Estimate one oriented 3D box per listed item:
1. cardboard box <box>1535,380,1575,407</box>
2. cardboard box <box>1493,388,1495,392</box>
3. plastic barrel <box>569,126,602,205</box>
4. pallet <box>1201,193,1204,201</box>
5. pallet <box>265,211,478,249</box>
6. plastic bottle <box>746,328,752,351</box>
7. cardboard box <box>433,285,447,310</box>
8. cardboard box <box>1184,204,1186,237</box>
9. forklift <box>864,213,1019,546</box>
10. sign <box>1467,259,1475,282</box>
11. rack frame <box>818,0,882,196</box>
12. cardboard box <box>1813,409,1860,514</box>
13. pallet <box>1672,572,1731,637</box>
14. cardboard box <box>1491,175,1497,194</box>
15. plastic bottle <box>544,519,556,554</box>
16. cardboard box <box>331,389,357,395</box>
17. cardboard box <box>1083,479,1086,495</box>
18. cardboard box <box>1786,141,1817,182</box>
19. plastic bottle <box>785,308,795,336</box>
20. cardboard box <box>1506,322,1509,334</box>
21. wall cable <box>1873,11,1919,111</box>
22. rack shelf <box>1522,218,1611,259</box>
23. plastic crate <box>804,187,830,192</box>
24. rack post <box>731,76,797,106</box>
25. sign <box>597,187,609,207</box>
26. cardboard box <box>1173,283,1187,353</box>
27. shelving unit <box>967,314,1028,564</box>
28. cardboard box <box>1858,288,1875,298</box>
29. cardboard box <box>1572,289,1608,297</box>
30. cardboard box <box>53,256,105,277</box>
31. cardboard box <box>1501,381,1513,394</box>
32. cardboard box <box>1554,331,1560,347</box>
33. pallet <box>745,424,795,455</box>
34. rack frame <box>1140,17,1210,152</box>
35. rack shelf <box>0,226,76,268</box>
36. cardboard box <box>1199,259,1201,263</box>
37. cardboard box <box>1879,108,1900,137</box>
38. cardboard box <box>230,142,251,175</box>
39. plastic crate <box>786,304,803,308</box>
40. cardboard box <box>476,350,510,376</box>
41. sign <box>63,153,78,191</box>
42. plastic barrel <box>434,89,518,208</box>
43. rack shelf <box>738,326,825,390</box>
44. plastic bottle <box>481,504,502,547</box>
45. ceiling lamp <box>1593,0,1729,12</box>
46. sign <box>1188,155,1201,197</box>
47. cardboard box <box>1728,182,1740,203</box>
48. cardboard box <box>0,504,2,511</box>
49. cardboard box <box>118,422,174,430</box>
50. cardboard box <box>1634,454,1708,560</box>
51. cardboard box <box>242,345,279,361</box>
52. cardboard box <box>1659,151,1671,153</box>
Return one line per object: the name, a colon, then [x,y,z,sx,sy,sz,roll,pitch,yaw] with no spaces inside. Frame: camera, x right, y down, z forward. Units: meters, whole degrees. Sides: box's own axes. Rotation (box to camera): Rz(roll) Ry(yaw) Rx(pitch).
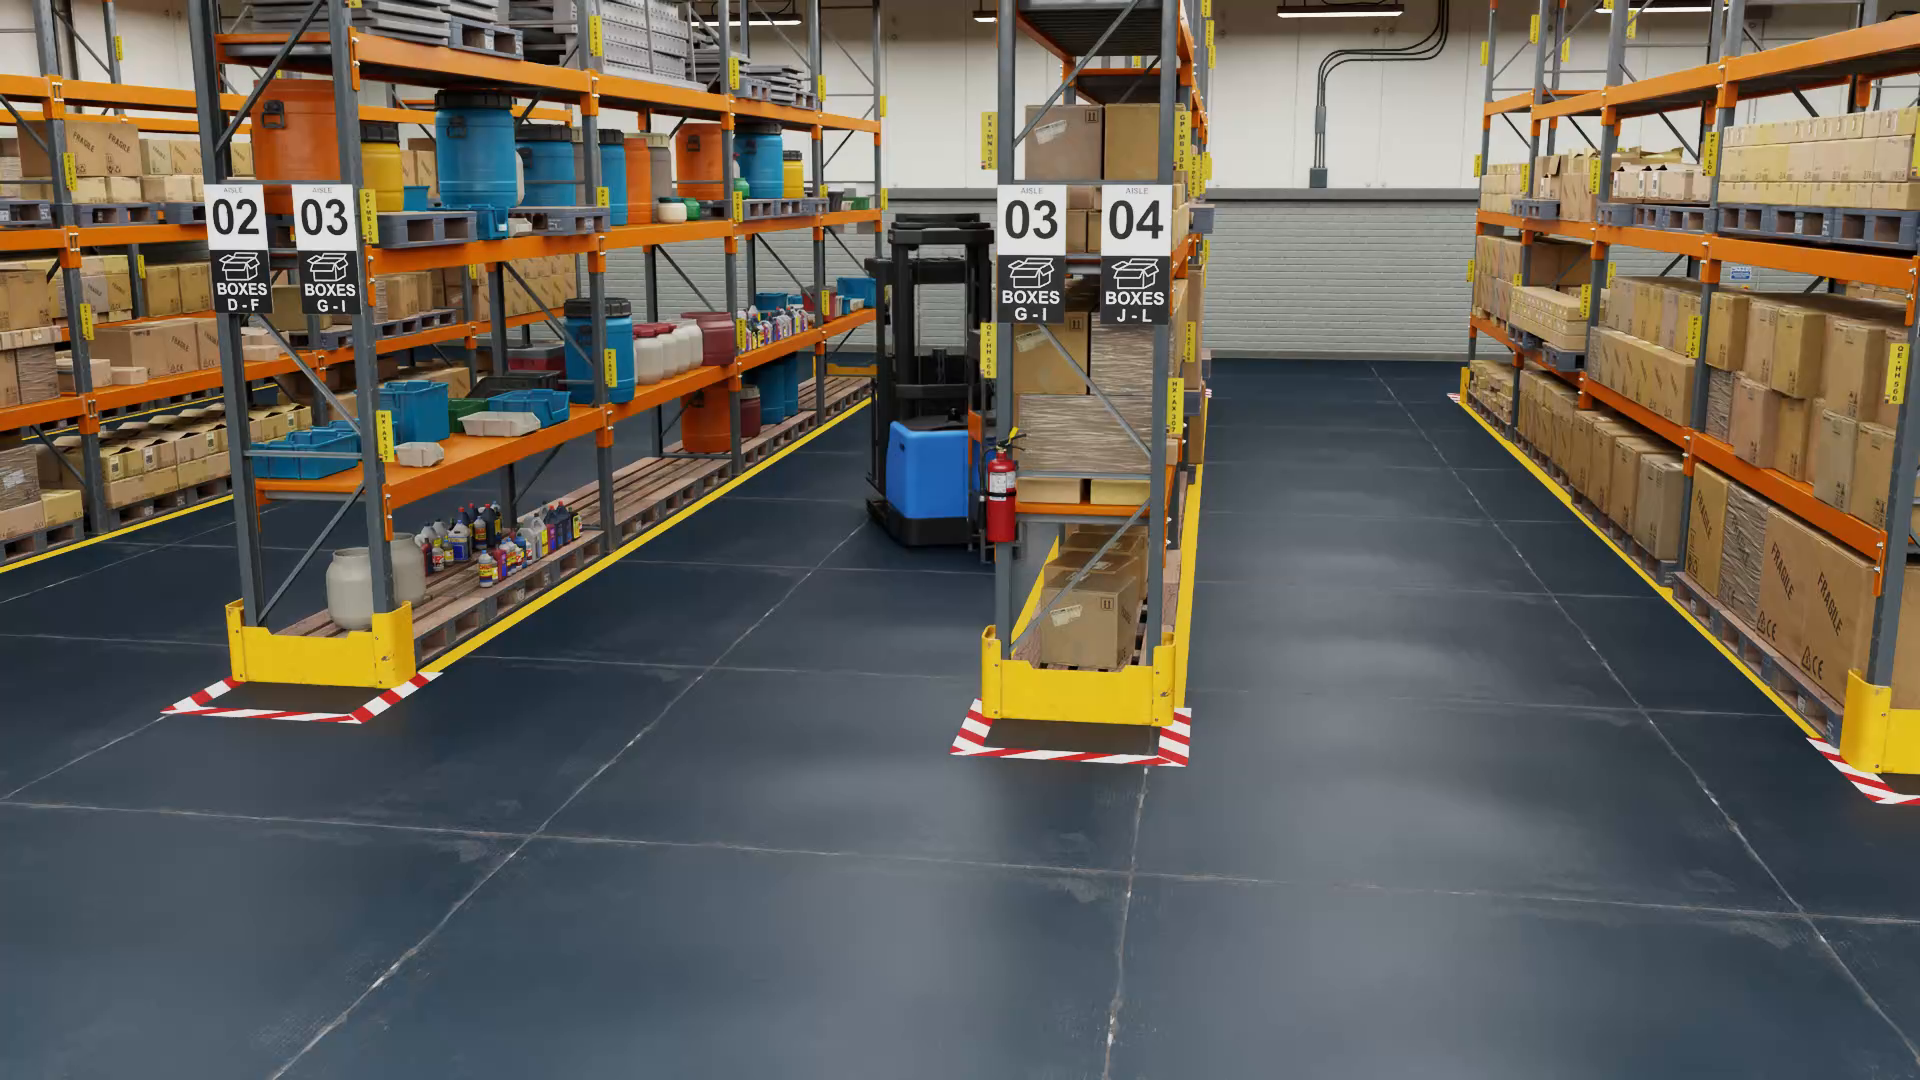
cardboard box: [6.911,-1.682,19.091,0.500,0.250,0.500,2,12,11]
cardboard box: [7.586,-2.108,22.976,0.380,0.149,0.250,3,12,12]
plastic barrel: [-3.598,-3.332,15.279,0.600,0.901,0.600,0,12,0]
pallet: [2.699,-4.469,21.957,1.003,0.211,1.213,2,12,9]
pallet: [-3.953,-2.081,11.117,1.003,0.211,1.213,2,12,9]
plastic bottle: [-2.490,-2.319,19.185,0.152,0.276,0.135,2,12,9]
cardboard box: [-7.402,-3.359,23.479,0.500,0.500,0.500,2,12,10]
cardboard box: [1.429,-2.392,12.465,0.500,0.250,0.500,2,12,10]
forklift: [-0.297,-1.643,15.917,1.130,2.935,3.031,-3,12,-12]
sign: [7.527,-3.968,24.485,0.100,0.325,0.005,2,12,9]
rack frame: [-1.716,-6.802,25.451,1.000,3.000,0.127,2,12,9]
cardboard box: [5.678,-0.463,9.924,0.875,0.550,0.550,2,12,9]
pallet: [6.023,0.490,12.475,1.003,0.211,1.213,2,12,9]
cardboard box: [7.570,-4.868,22.767,0.500,0.250,0.500,2,12,9]
plastic bottle: [-3.390,-0.040,13.718,0.061,0.283,0.133,3,12,12]
cardboard box: [-7.413,-1.553,20.224,0.500,0.500,0.500,1,12,7]
cardboard box: [0.596,-0.373,10.458,0.380,0.149,0.250,2,12,9]
cardboard box: [5.635,-2.413,10.624,0.500,0.250,0.500,2,12,9]
plastic bottle: [-2.178,-2.772,21.109,0.144,0.351,0.185,2,12,9]
cardboard box: [7.192,-2.696,21.234,0.380,0.149,0.250,2,12,7]
wall cable: [17.056,-7.409,28.179,2.988,3.039,0.133,2,12,9]
rack shelf: [7.140,-3.393,18.459,1.077,0.370,4.000,2,12,9]
plastic crate: [-2.223,-4.996,24.339,0.504,0.338,0.767,2,12,9]
rack post: [-2.517,-5.299,19.666,0.937,0.300,0.954,3,13,15]
sign: [-3.020,-2.822,14.082,0.100,0.325,0.005,2,12,9]
cardboard box: [1.459,-1.687,12.641,0.500,0.500,0.500,2,12,9]
shelving unit: [0.324,-0.882,14.358,0.431,2.100,0.503,-3,12,-12]
cardboard box: [12.466,-3.134,22.436,0.500,0.500,0.500,2,12,8]
cardboard box: [7.539,-2.922,19.874,0.380,0.149,0.250,2,12,7]
cardboard box: [-12.028,-3.716,22.604,0.500,0.250,0.500,2,12,10]
cardboard box: [7.277,-1.986,21.702,0.380,0.149,0.250,2,12,8]
cardboard box: [6.494,-2.113,17.535,0.380,0.149,0.250,2,12,8]
pallet: [-2.677,-1.259,20.592,1.003,0.211,1.213,2,12,9]
rack frame: [3.178,-6.641,24.707,1.000,3.000,0.127,2,12,9]
rack shelf: [-8.763,-2.231,13.068,1.077,0.370,4.000,2,12,9]
cardboard box: [2.972,-3.508,22.279,0.500,0.500,0.500,2,12,9]
cardboard box: [5.359,-2.317,9.229,0.380,0.149,0.250,2,12,9]
cardboard box: [-11.436,-5.939,25.909,0.500,0.500,0.500,2,12,10]
plastic crate: [-2.361,-3.309,23.968,0.293,0.136,0.466,2,12,9]
cardboard box: [-6.942,-2.584,25.000,0.797,0.503,0.637,2,12,9]
sign: [-7.907,-3.272,14.780,0.100,0.325,0.005,2,12,9]
plastic barrel: [-3.821,-3.084,13.134,0.600,0.901,0.708,2,12,9]
rack shelf: [-2.639,-2.268,20.363,1.077,0.370,4.000,2,12,9]
plastic bottle: [-3.954,-0.132,13.986,0.144,0.351,0.185,2,12,9]
ceiling lamp: [10.987,-9.811,25.559,2.000,3.185,0.800,2,12,9]
sign: [1.869,-2.914,13.303,0.100,0.325,0.005,2,12,9]
cardboard box: [5.788,-2.508,12.009,0.380,0.149,0.250,2,12,9]
cardboard box: [-8.473,-0.449,13.961,0.500,0.500,0.500,2,12,9]
cardboard box: [-8.443,-1.078,17.331,0.500,0.311,0.500,2,12,8]
cardboard box: [6.224,-0.267,13.710,1.050,0.750,0.750,2,12,8]
cardboard box: [-7.706,-2.046,18.220,0.380,0.149,0.250,2,12,9]
cardboard box: [7.247,-3.988,17.460,0.396,0.266,0.258,2,12,9]
